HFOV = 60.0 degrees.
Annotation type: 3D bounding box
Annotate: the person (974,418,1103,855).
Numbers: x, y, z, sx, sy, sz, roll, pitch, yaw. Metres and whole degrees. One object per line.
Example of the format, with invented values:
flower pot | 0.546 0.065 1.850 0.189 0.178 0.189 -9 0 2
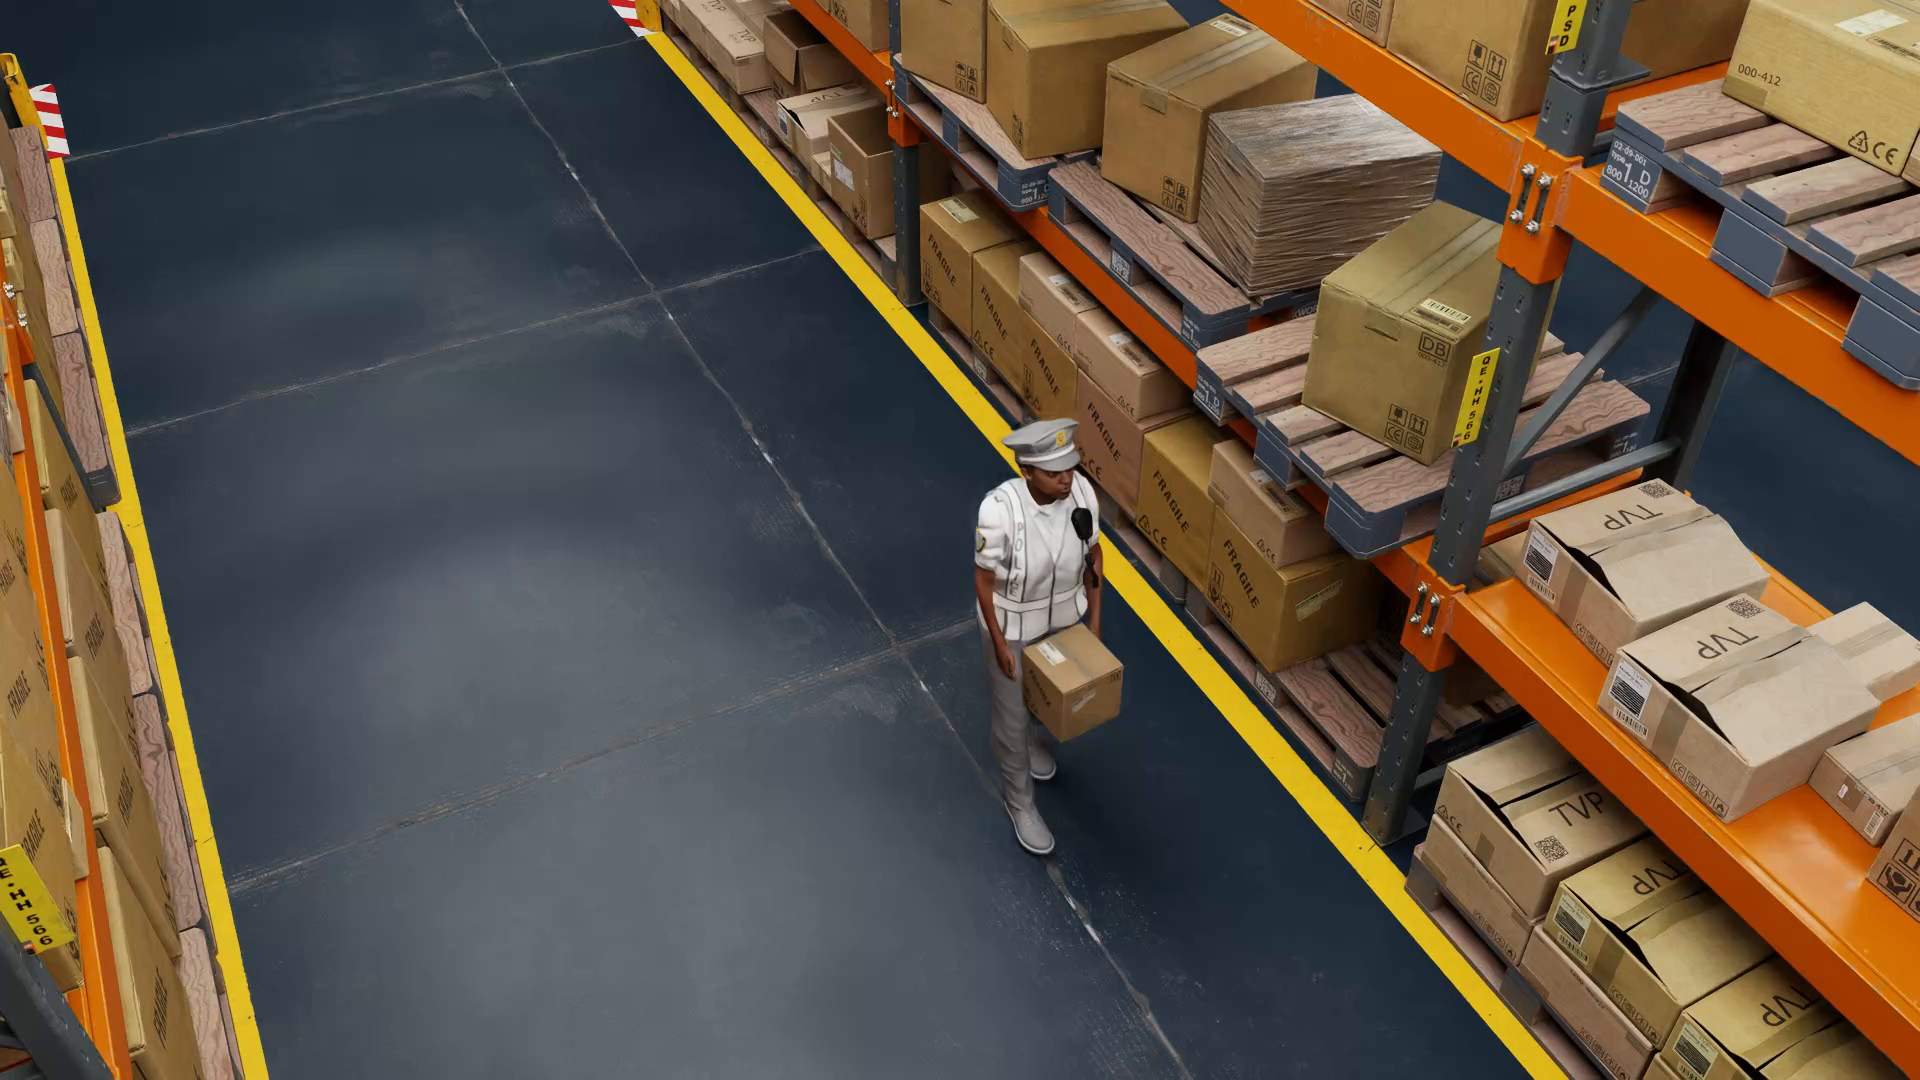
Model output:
person | 0.312 0.305 5.770 0.474 1.694 0.604 -20 45 -21
